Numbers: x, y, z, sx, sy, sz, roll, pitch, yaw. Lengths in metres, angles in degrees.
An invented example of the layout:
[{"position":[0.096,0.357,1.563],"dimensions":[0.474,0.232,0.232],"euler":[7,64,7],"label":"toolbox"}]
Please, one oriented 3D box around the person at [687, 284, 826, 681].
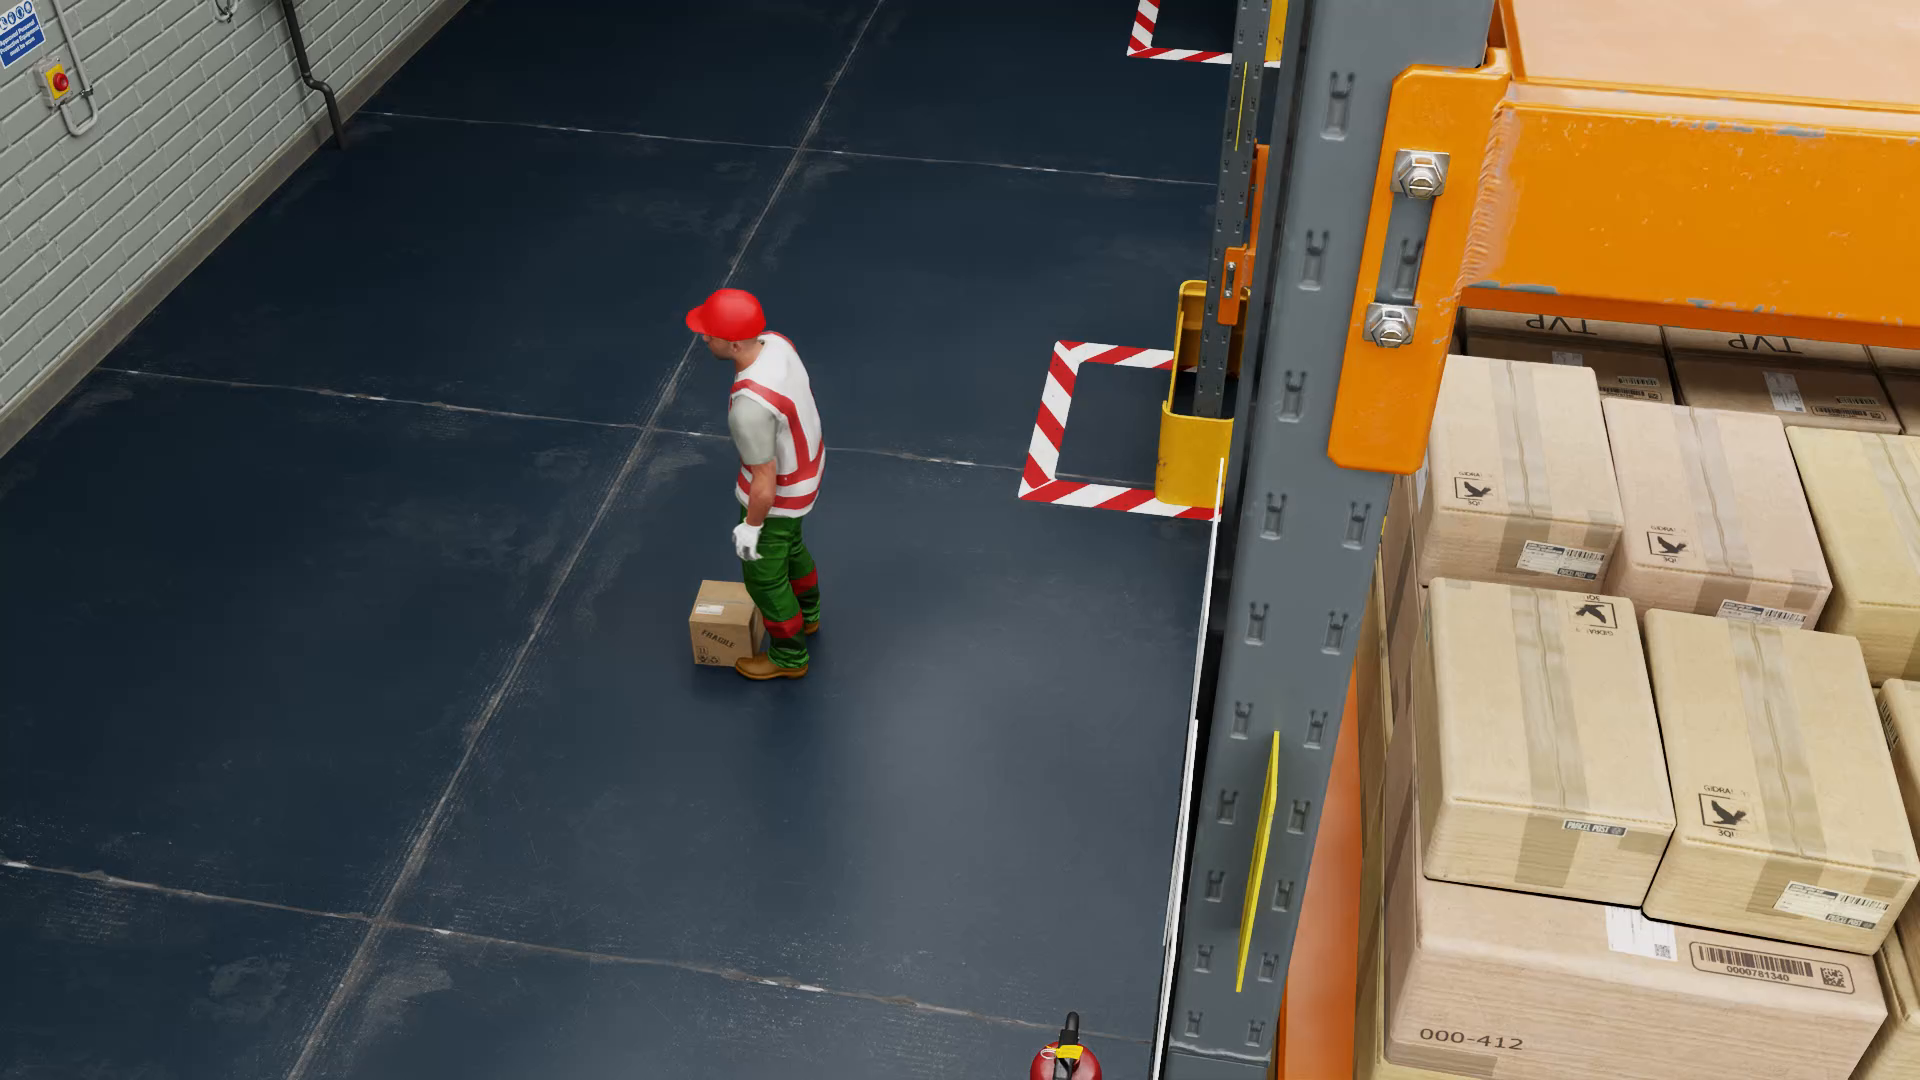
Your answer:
[{"position":[-0.744,-0.211,6.394],"dimensions":[0.449,1.780,0.607],"euler":[7,41,8],"label":"person"}]
